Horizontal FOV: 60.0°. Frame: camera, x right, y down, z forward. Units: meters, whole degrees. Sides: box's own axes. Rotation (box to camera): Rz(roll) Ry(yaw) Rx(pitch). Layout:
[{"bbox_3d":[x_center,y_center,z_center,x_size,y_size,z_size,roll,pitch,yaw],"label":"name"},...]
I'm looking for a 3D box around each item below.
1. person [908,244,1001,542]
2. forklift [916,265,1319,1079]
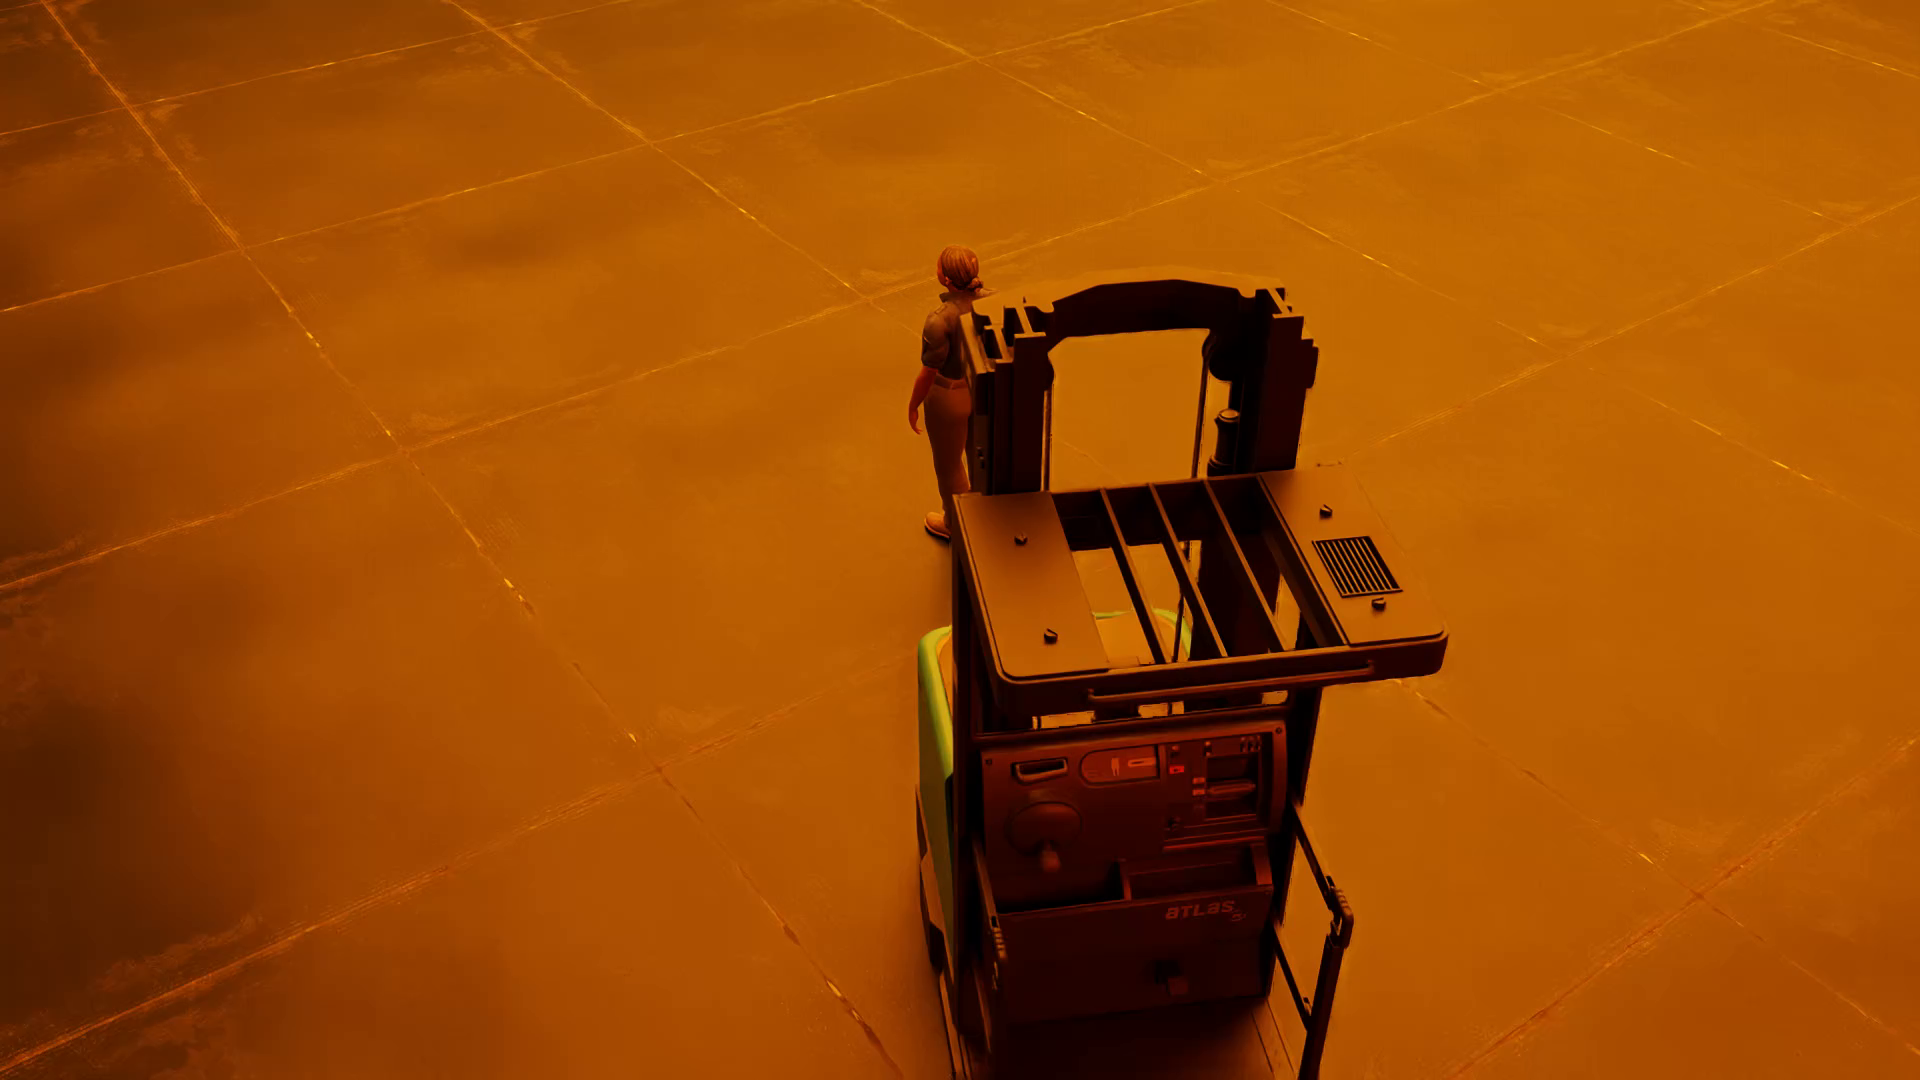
[{"bbox_3d":[-0.035,-0.720,7.980,0.570,1.654,0.504,-23,42,-28],"label":"person"},{"bbox_3d":[0.560,0.835,4.815,1.130,2.935,3.031,-5,37,-7],"label":"forklift"}]
